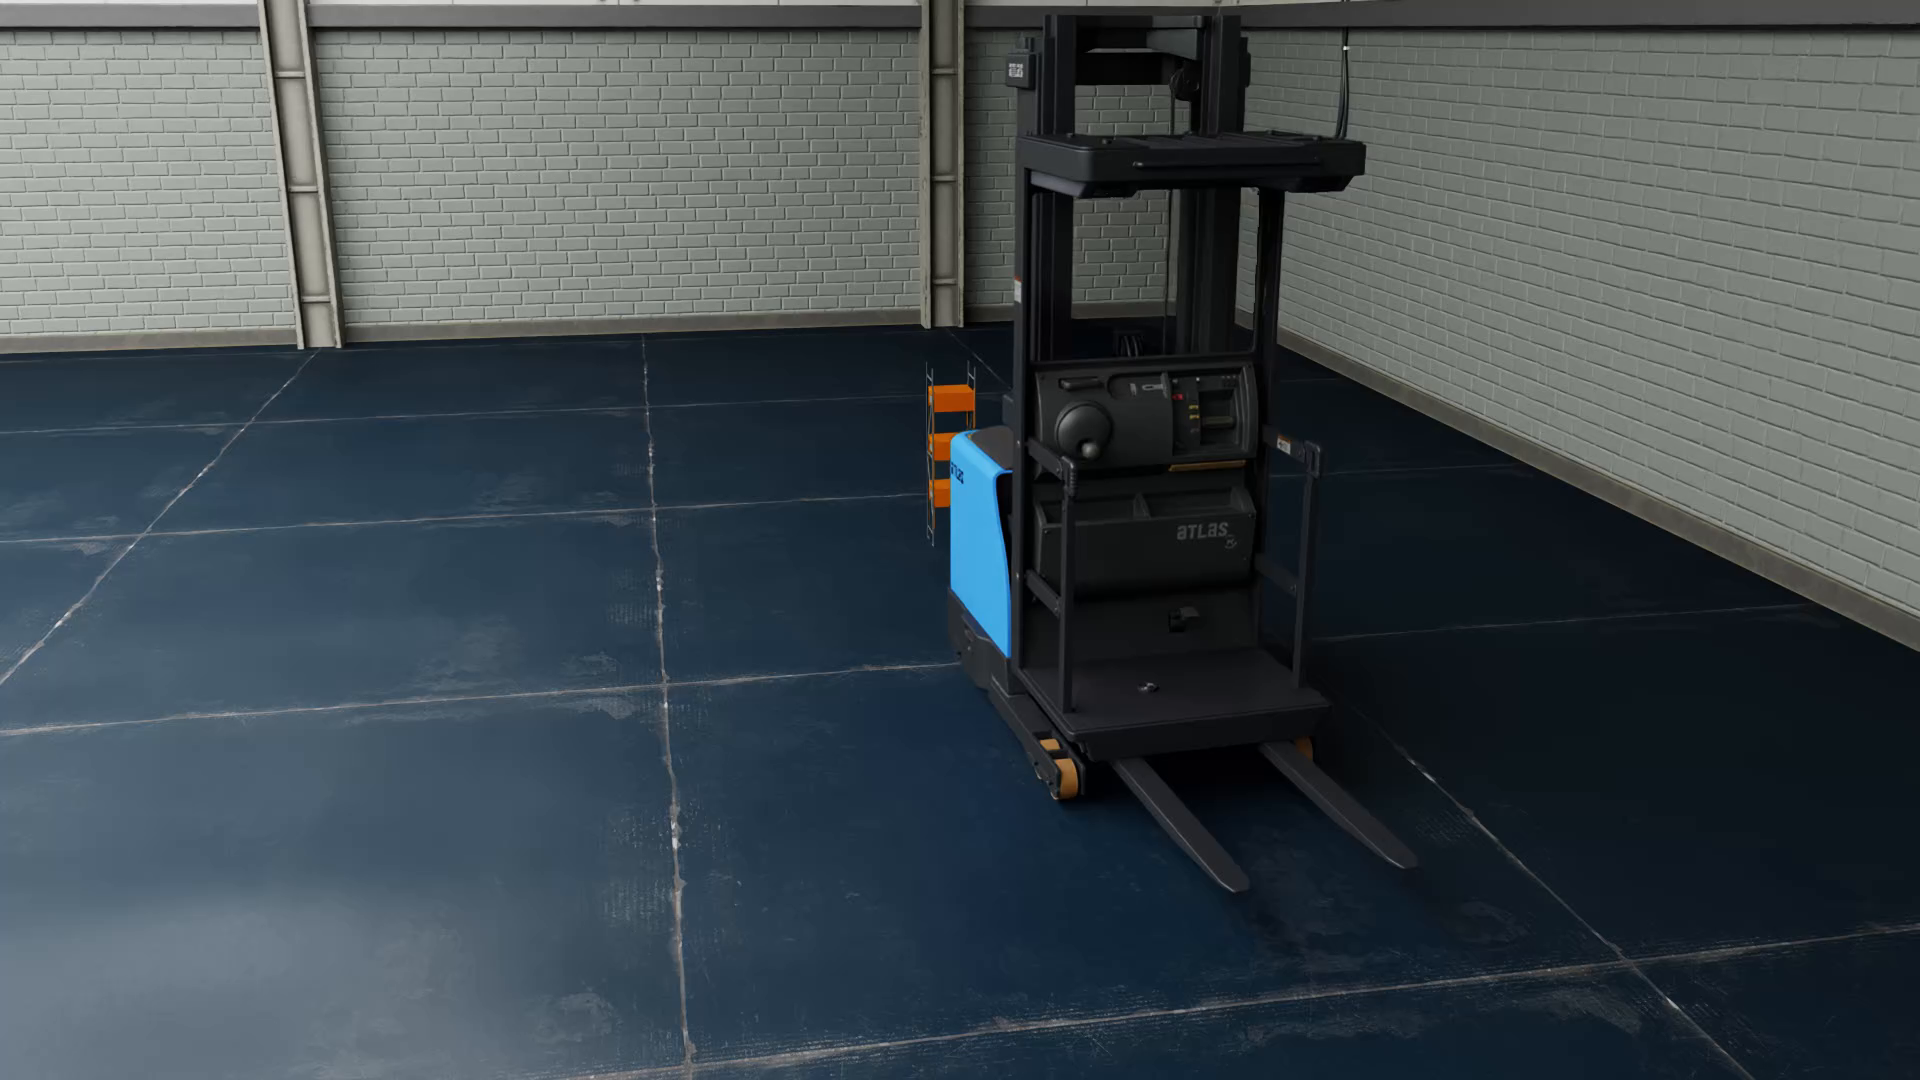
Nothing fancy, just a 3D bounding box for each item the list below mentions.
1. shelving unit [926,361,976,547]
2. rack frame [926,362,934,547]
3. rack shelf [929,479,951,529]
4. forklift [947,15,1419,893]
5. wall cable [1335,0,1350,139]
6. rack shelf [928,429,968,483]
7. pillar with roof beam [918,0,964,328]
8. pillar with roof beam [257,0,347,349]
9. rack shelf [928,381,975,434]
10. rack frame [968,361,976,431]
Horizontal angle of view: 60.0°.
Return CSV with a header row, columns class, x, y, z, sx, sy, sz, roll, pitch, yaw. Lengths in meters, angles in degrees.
class,x,y,z,sx,sy,sz,roll,pitch,yaw
shelving unit,-0.053,-0.499,9.648,0.252,1.050,0.215,-3,17,-10
rack frame,-0.172,-0.492,9.626,0.008,1.050,0.200,-3,17,-10
rack shelf,-0.053,-0.223,9.733,0.240,0.259,0.215,-3,17,-10
forklift,0.814,-0.508,6.475,1.130,2.935,3.031,-4,18,-14
wall cable,2.962,-4.788,15.363,0.112,2.526,3.097,-3,17,-10
rack shelf,-0.053,-0.489,9.651,0.240,0.259,0.215,-3,17,-10
pillar with roof beam,0.635,-5.249,11.574,0.400,9.000,9.100,-3,17,-10
pillar with roof beam,-5.256,-4.914,10.486,0.400,9.000,9.100,-3,17,-10
rack shelf,-0.053,-0.760,9.568,0.240,0.259,0.215,-3,17,-10
rack frame,0.067,-0.506,9.670,0.008,1.050,0.200,-3,17,-10
